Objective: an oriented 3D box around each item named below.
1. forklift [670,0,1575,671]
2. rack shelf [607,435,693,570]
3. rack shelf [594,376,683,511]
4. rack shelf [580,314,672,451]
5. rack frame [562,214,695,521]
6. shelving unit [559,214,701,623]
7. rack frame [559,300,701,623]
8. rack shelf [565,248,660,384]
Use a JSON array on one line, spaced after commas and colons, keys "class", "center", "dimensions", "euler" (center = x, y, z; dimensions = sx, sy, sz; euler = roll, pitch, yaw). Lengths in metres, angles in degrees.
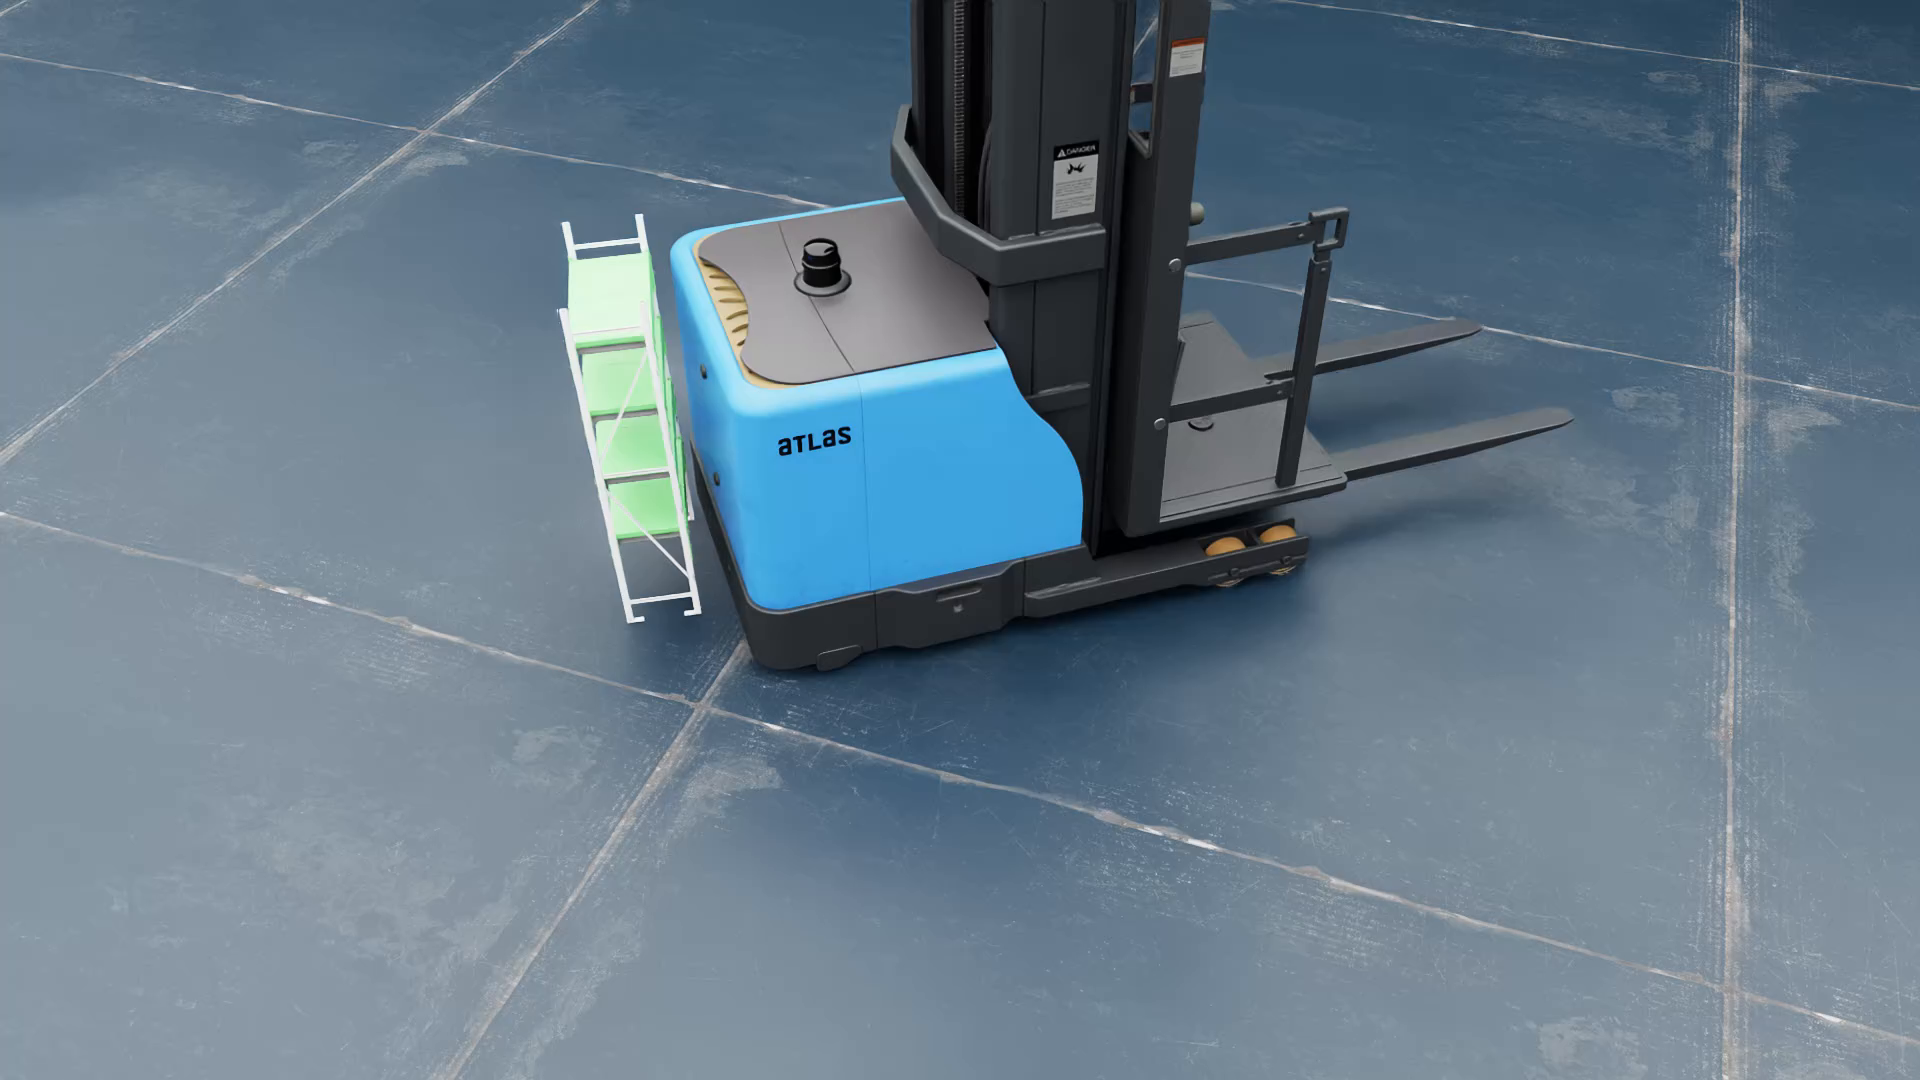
[{"class": "forklift", "center": [0.649, -1.273, 4.983], "dimensions": [3.031, 2.935, 1.130], "euler": [-12, 42, -14]}, {"class": "rack shelf", "center": [-1.017, -0.128, 5.438], "dimensions": [0.258, 0.148, 0.480], "euler": [-7, 41, -6]}, {"class": "rack shelf", "center": [-1.023, -0.310, 5.282], "dimensions": [0.258, 0.148, 0.480], "euler": [-7, 41, -6]}, {"class": "rack shelf", "center": [-1.030, -0.492, 5.125], "dimensions": [0.258, 0.148, 0.480], "euler": [-7, 41, -6]}, {"class": "rack frame", "center": [-1.065, -0.515, 5.423], "dimensions": [0.240, 1.200, 0.015], "euler": [-7, 41, -6]}, {"class": "shelving unit", "center": [-1.025, -0.359, 5.240], "dimensions": [0.258, 1.200, 0.503], "euler": [-7, 41, -6]}, {"class": "rack frame", "center": [-0.985, -0.202, 5.057], "dimensions": [0.240, 1.200, 0.015], "euler": [-7, 41, -6]}, {"class": "rack shelf", "center": [-1.037, -0.674, 4.969], "dimensions": [0.258, 0.148, 0.480], "euler": [-7, 41, -6]}]
